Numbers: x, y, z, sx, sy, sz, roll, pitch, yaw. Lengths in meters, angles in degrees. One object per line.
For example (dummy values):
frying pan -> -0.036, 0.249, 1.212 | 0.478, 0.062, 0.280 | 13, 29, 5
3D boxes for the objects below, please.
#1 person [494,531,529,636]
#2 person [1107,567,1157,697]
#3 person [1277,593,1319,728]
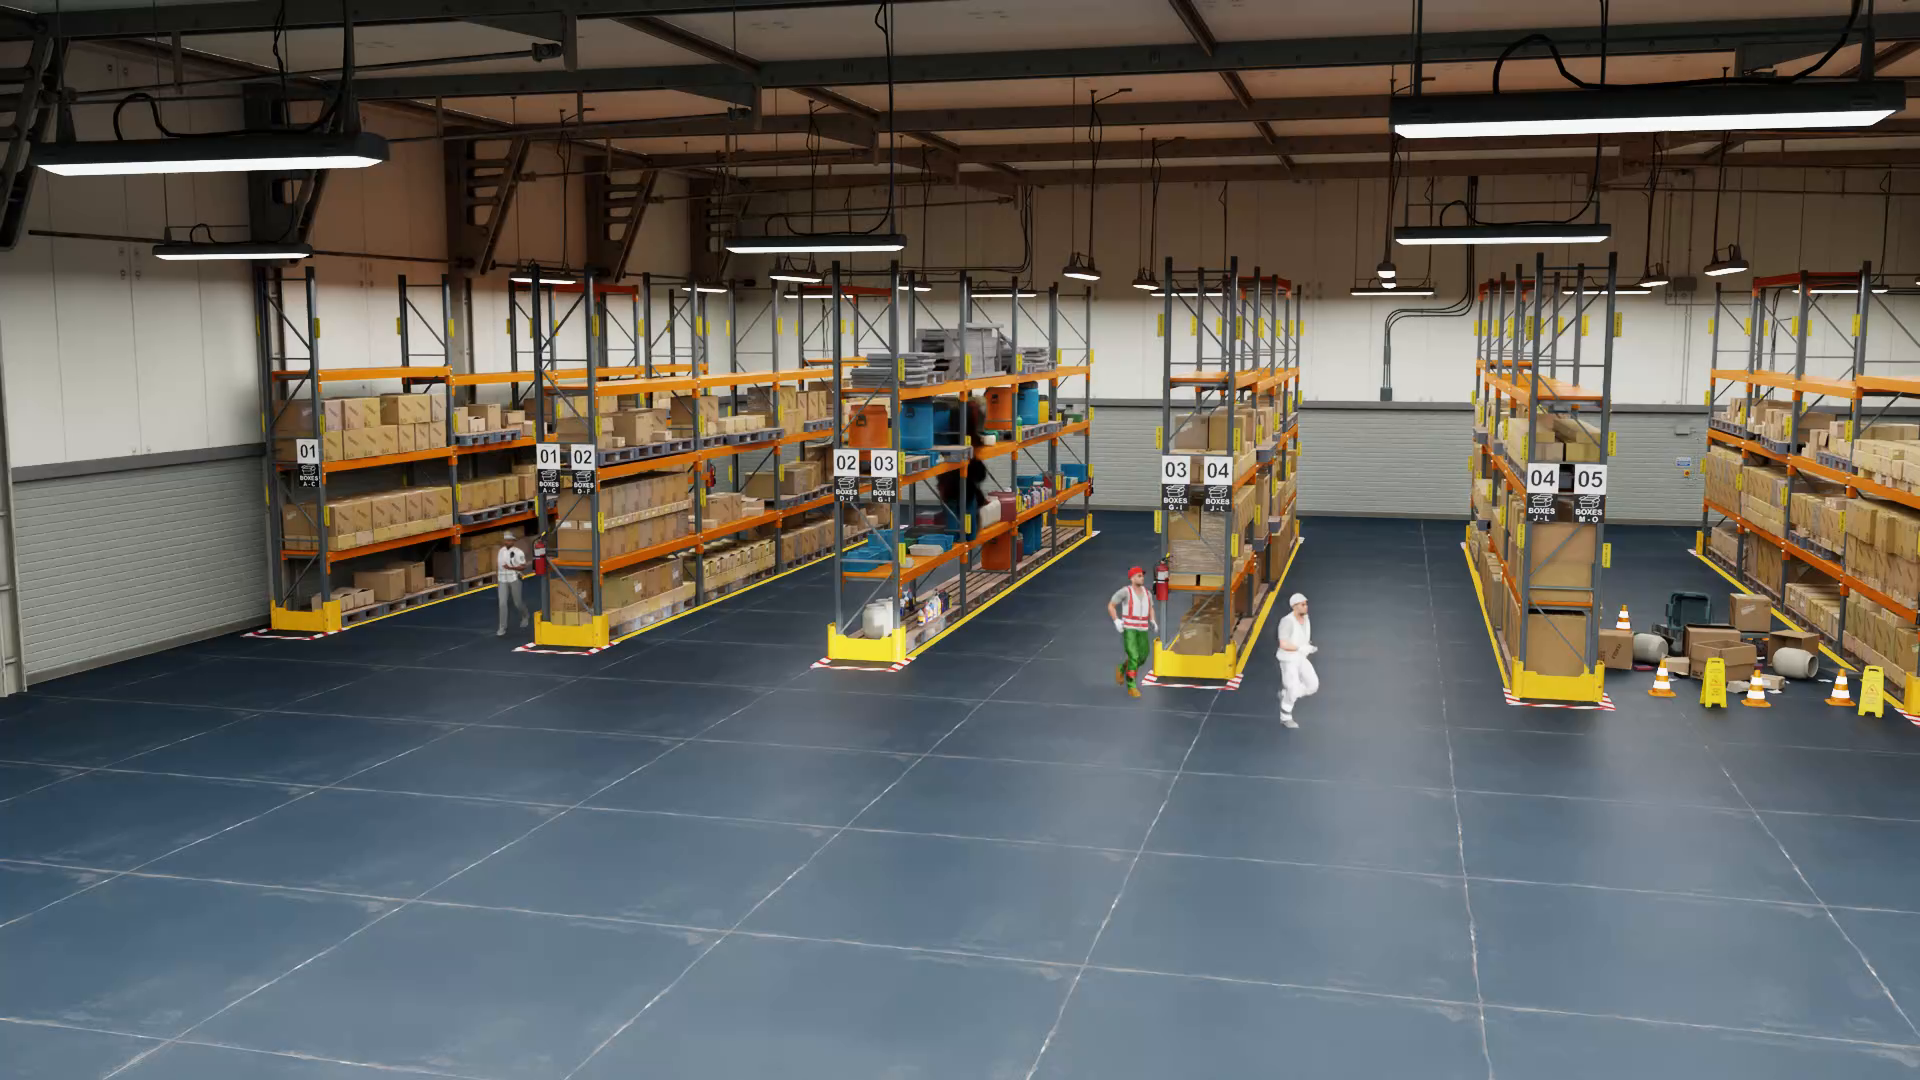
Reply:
person -> -7.388, 0.682, 27.260 | 0.584, 1.655, 0.941 | 1, 7, 8
person -> 2.402, 1.246, 22.935 | 0.702, 1.755, 0.664 | -3, 8, -26
person -> 4.250, 1.515, 20.791 | 0.709, 1.725, 0.645 | -6, 10, -41
